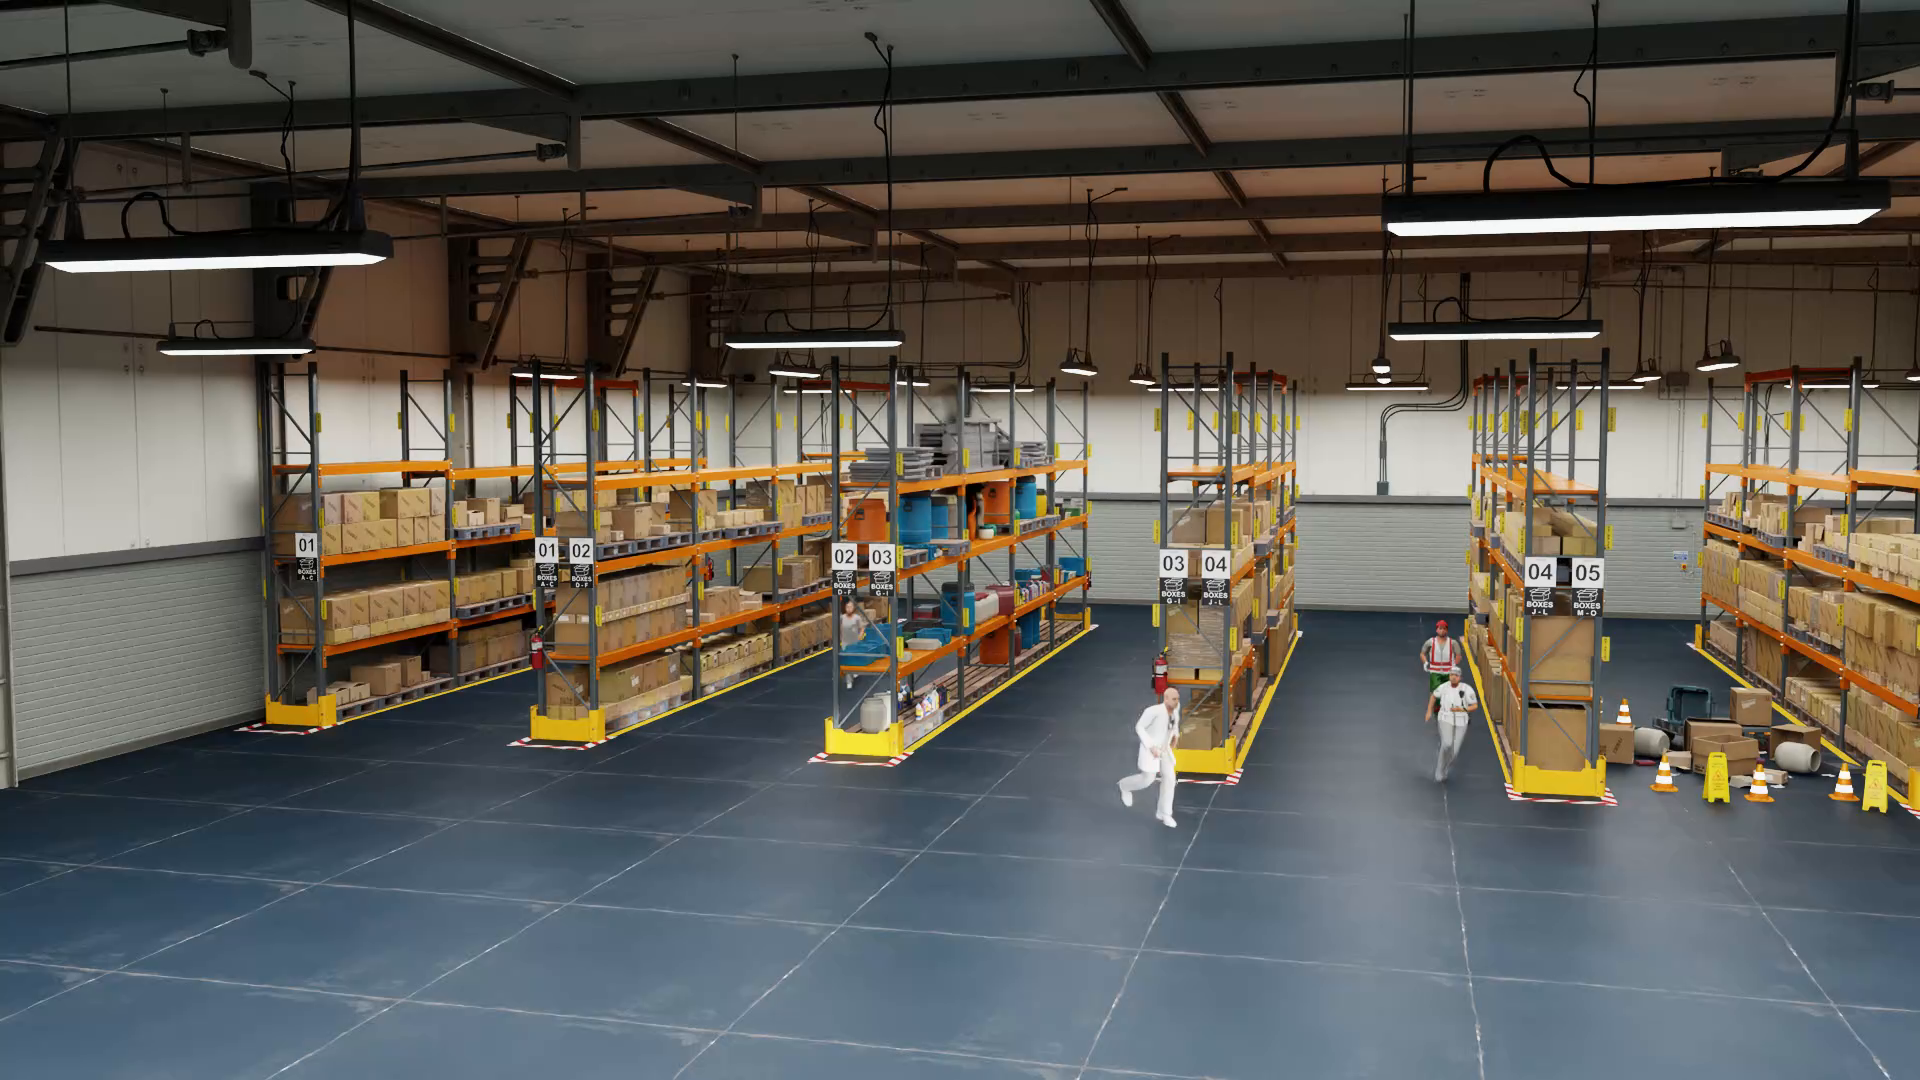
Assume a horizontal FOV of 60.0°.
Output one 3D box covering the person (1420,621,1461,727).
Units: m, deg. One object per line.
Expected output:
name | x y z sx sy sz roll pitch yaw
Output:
person | 7.945 2.199 27.504 0.648 1.741 0.680 1 4 12

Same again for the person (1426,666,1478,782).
person | 6.842 2.563 23.130 0.662 1.626 0.627 1 4 9

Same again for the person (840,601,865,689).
person | -2.080 1.968 31.615 0.549 1.488 0.741 0 4 3

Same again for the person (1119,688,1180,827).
person | 2.409 2.691 21.037 0.734 1.738 1.050 -4 5 -42
